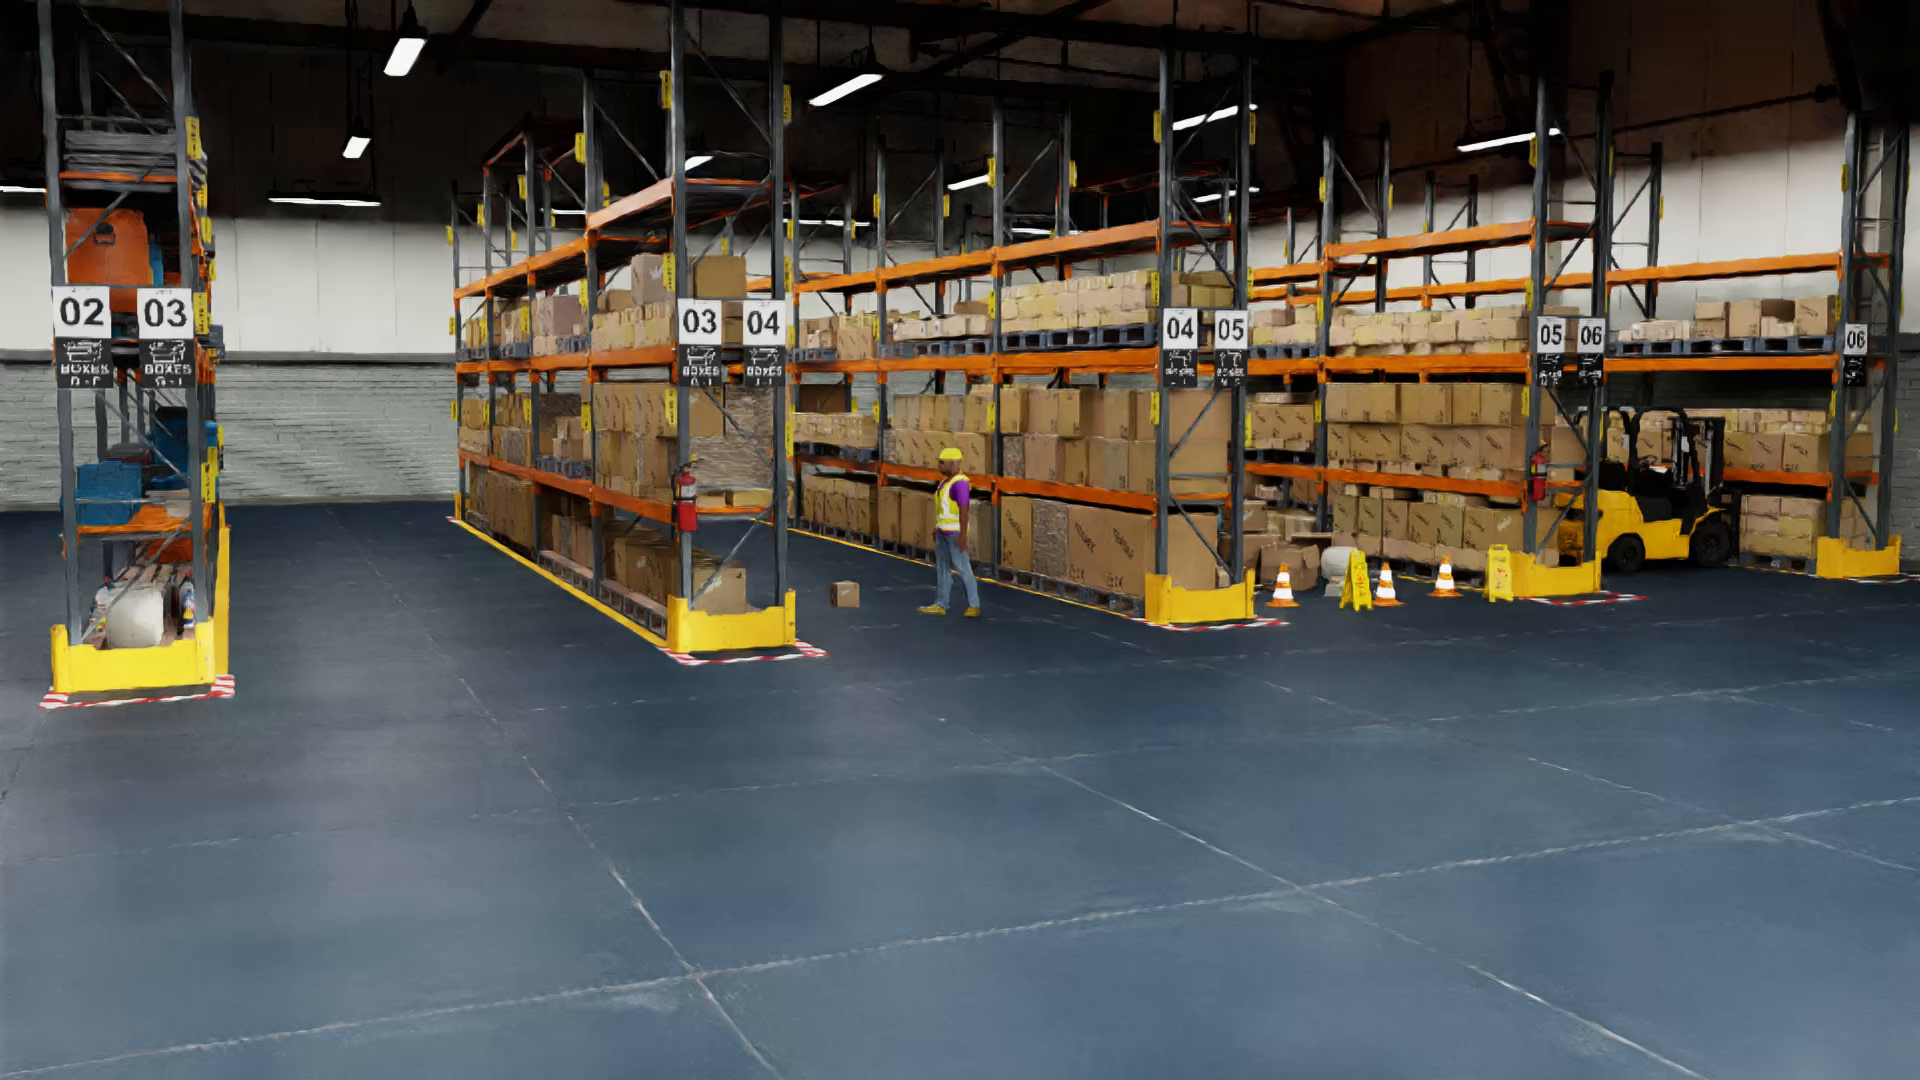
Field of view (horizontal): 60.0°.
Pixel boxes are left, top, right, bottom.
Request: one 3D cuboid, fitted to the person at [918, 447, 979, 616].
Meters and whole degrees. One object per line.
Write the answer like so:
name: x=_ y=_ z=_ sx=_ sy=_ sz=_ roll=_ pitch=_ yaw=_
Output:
person: x=-0.127 y=-0.089 z=17.462 sx=0.582 sy=1.768 sz=0.738 roll=-2 pitch=6 yaw=-23
